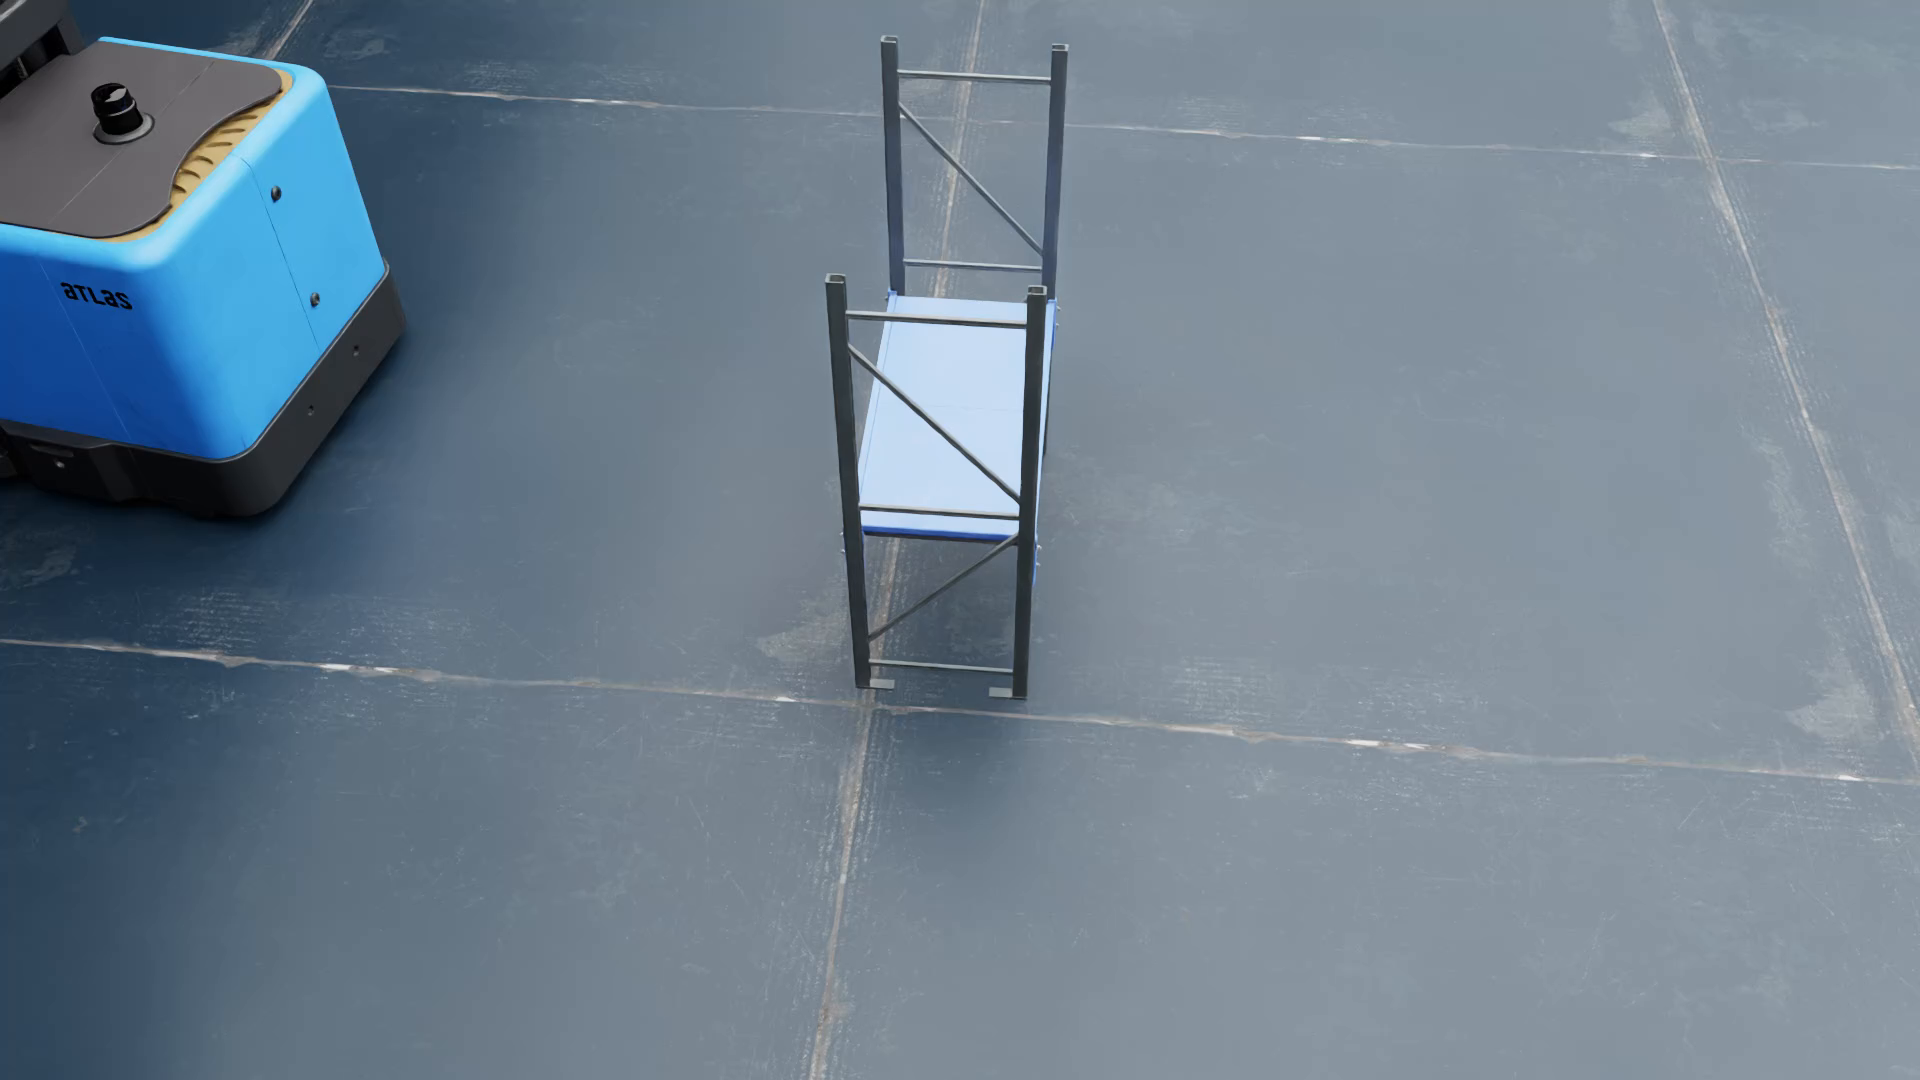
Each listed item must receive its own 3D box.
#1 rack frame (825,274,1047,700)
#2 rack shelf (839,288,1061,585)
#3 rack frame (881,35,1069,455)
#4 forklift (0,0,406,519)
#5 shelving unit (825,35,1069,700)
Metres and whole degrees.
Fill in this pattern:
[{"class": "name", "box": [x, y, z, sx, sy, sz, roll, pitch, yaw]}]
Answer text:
[{"class": "rack frame", "box": [-0.054, -0.070, 4.298, 0.500, 1.500, 0.032, 4, 48, 4]}, {"class": "rack shelf", "box": [-0.008, -0.322, 4.772, 0.538, 0.185, 1.000, 4, 48, 4]}, {"class": "rack frame", "box": [0.039, -0.817, 4.981, 0.500, 1.500, 0.032, 4, 48, 4]}, {"class": "forklift", "box": [-3.520, -1.646, 4.769, 3.031, 2.935, 1.130, 11, 48, 10]}, {"class": "shelving unit", "box": [-0.008, -0.443, 4.639, 0.538, 1.500, 1.048, 4, 48, 4]}]
